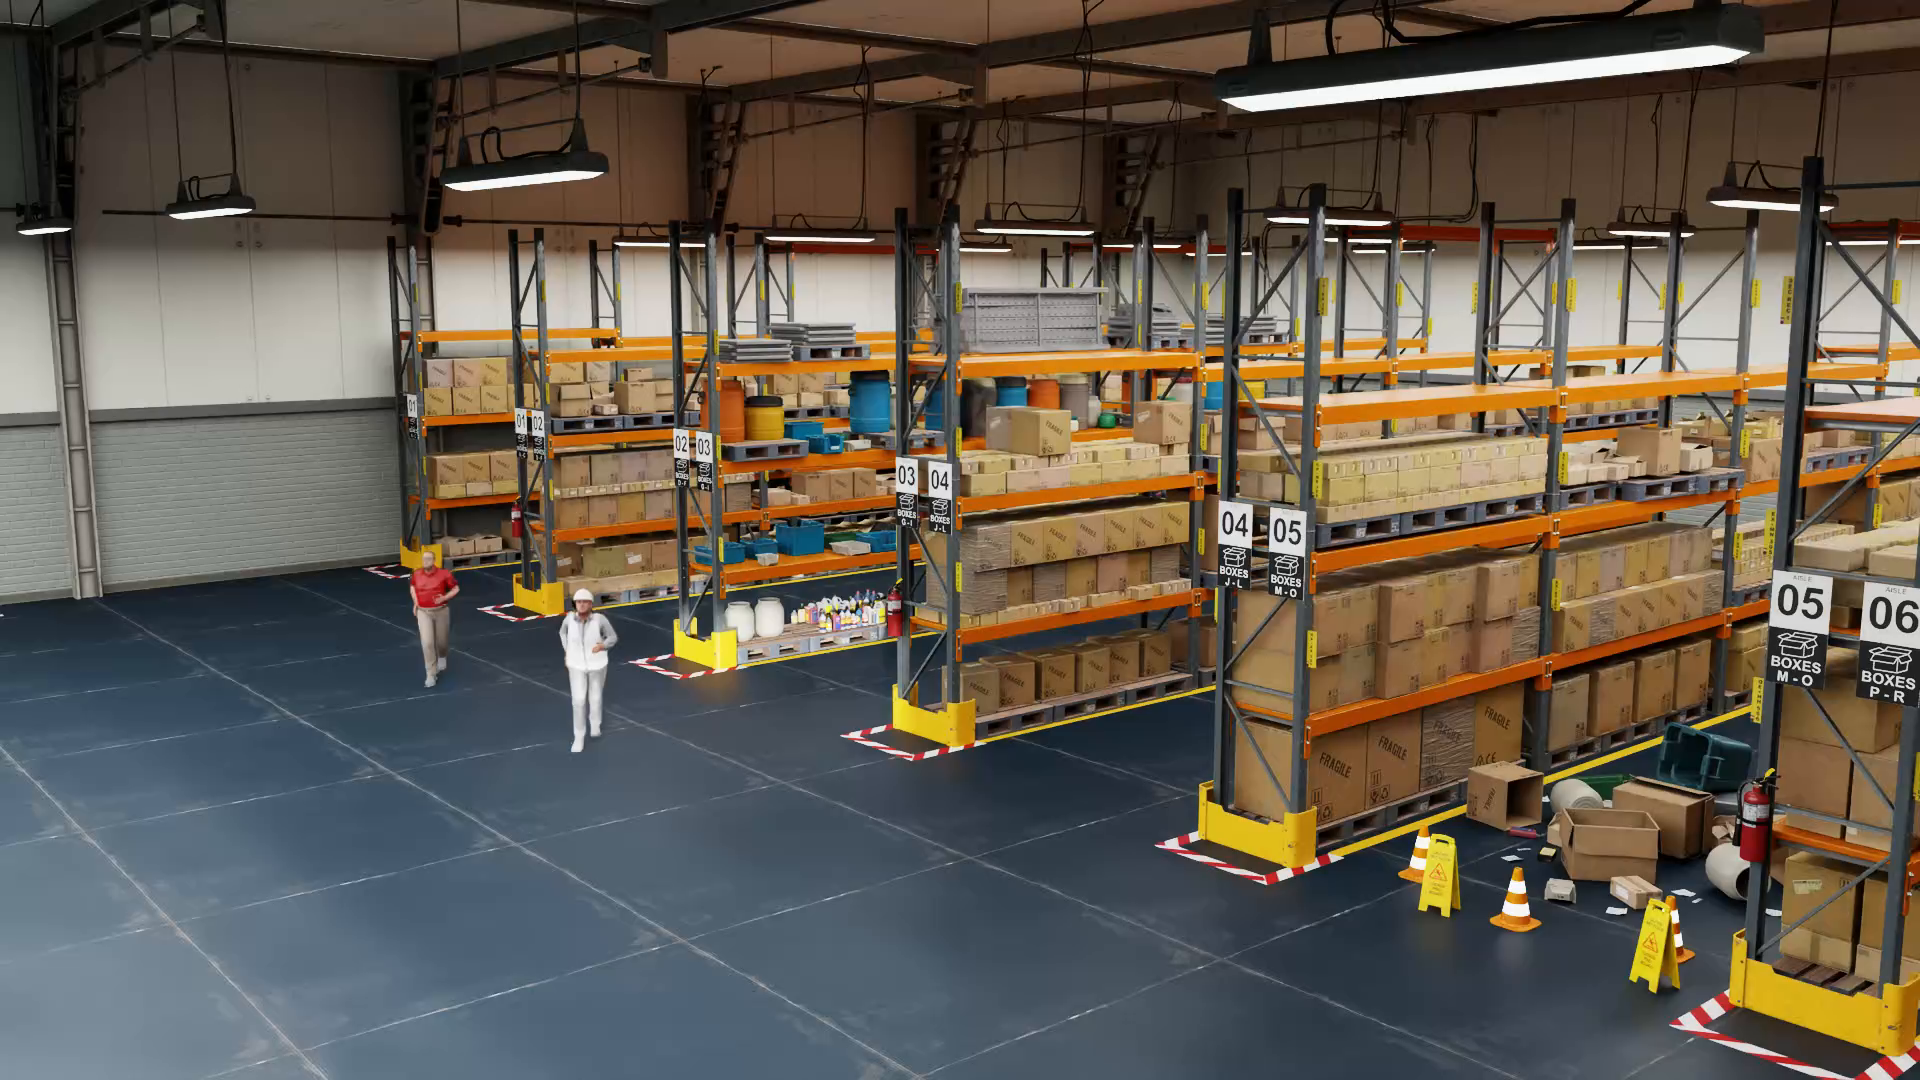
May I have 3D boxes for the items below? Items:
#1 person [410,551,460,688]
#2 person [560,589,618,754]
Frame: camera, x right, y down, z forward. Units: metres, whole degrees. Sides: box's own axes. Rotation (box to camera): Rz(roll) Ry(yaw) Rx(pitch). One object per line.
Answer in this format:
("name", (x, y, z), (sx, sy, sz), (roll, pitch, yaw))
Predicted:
("person", (-6.870, 0.994, 21.753), (0.650, 1.741, 0.868), (-1, 9, -8))
("person", (-4.161, 1.437, 18.674), (0.647, 1.827, 0.788), (-1, 9, -9))
